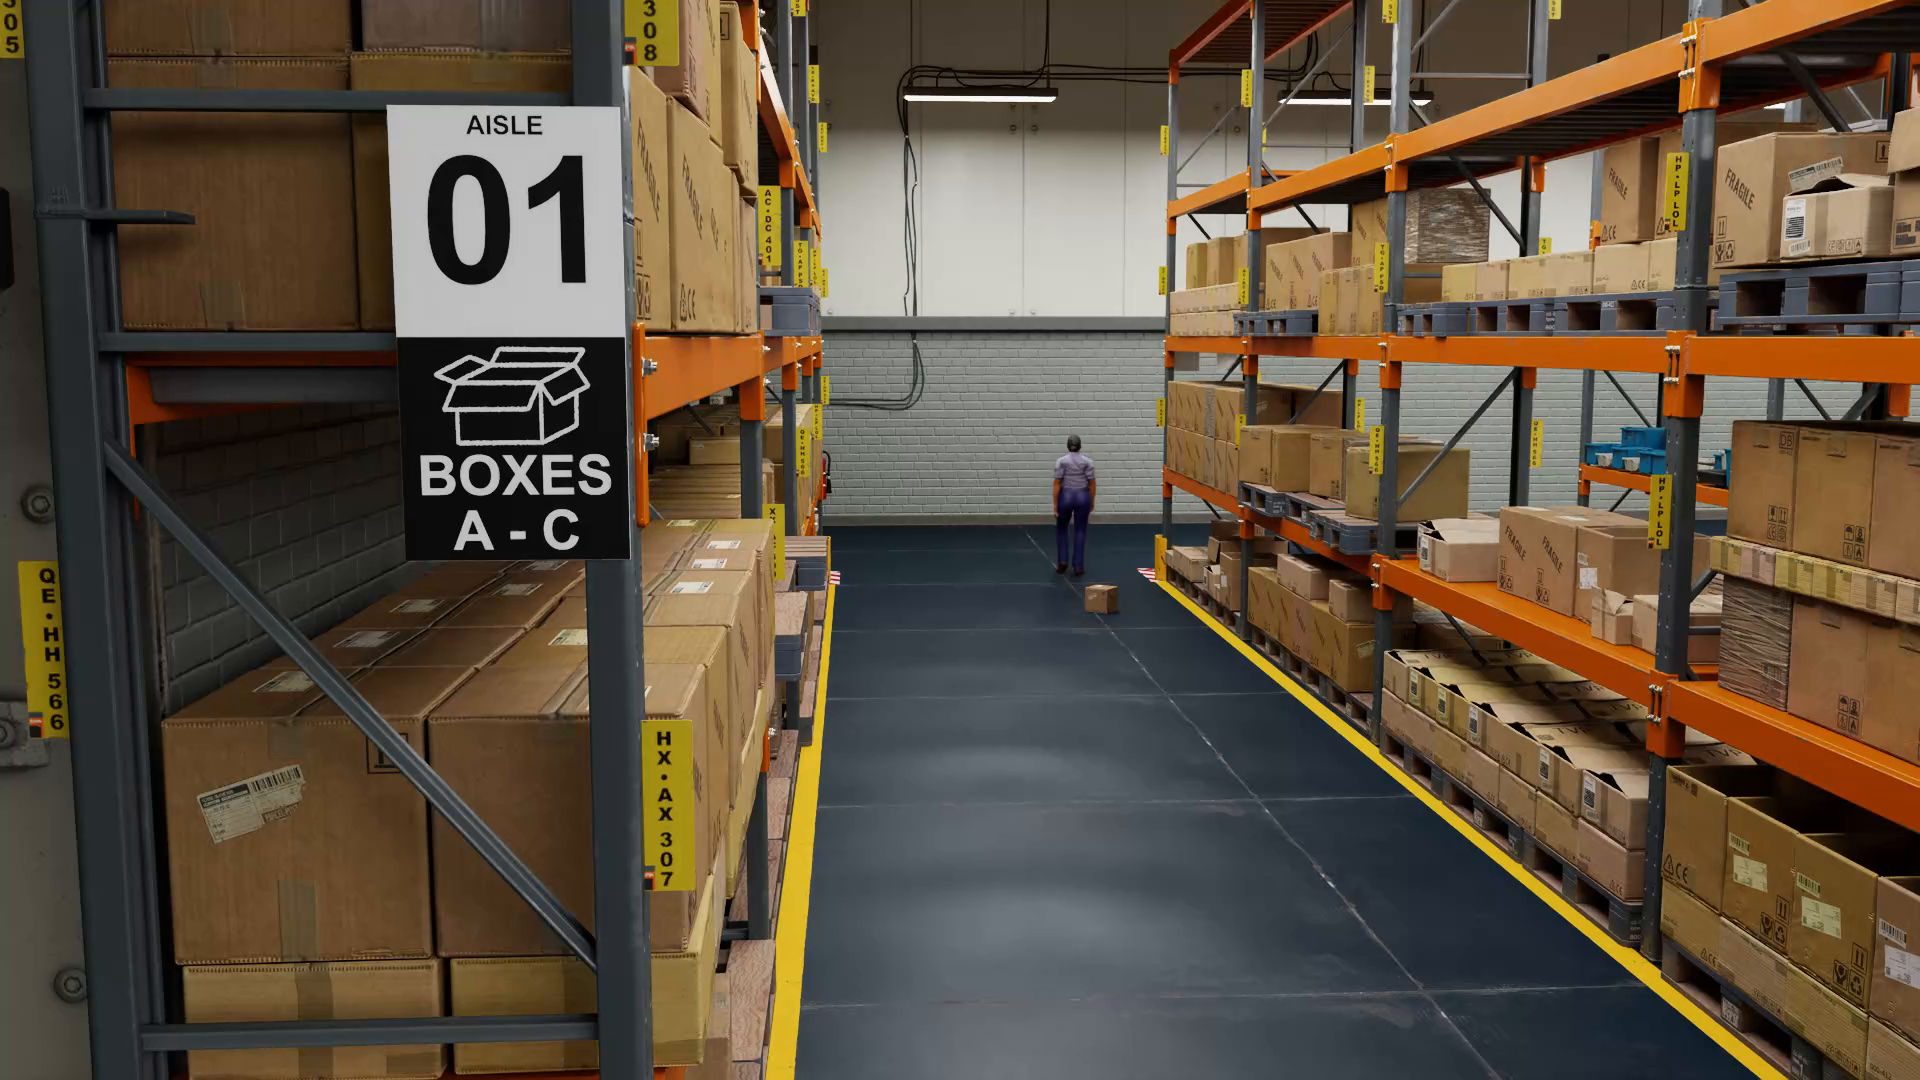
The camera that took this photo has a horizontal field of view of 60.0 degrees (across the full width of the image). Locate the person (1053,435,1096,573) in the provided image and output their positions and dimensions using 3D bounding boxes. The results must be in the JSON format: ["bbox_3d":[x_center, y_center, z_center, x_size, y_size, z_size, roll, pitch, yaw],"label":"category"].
[{"bbox_3d":[1.357,-0.394,19.712,0.501,1.719,0.585,1,7,6],"label":"person"}]
